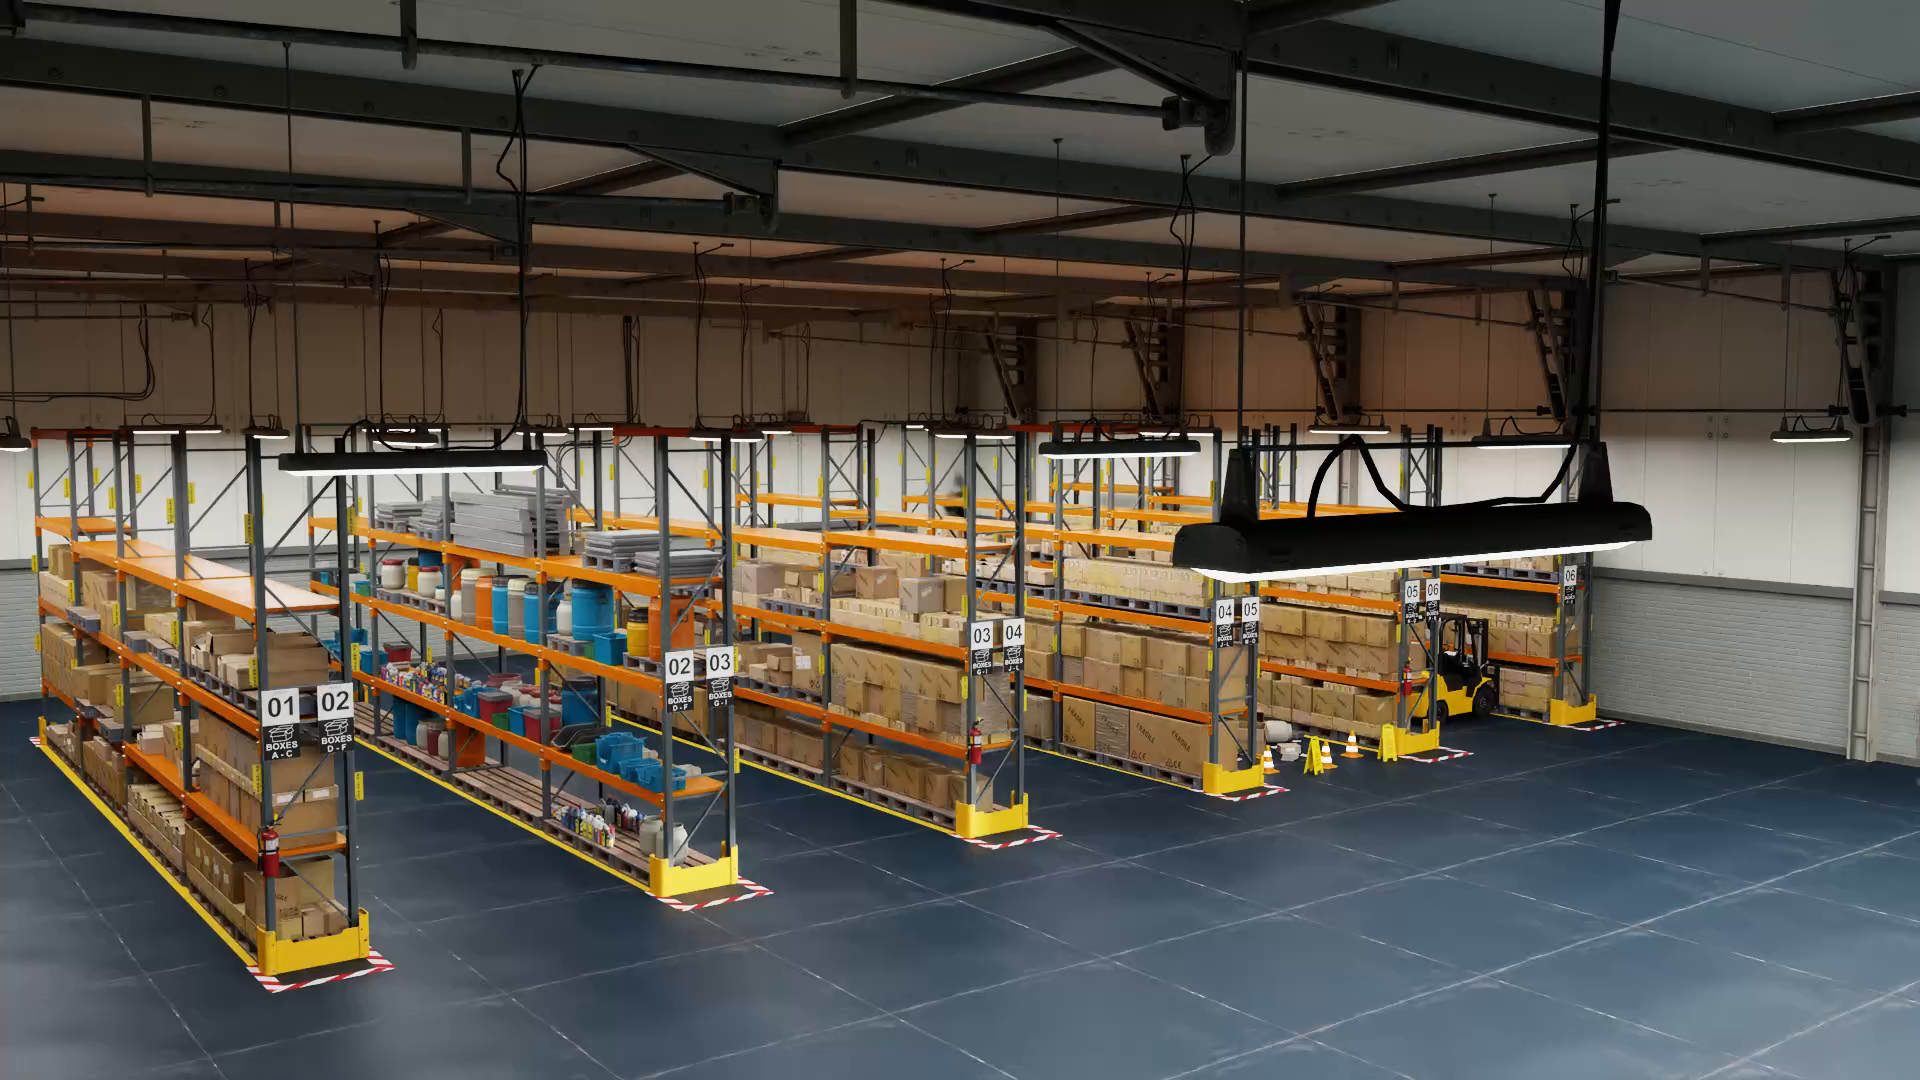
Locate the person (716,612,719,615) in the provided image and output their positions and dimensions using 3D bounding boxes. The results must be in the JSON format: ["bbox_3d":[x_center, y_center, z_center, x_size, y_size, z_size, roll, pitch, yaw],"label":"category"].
[{"bbox_3d":[-5.664,2.478,38.427,0.613,1.659,0.979,-3,5,-32],"label":"person"}]
